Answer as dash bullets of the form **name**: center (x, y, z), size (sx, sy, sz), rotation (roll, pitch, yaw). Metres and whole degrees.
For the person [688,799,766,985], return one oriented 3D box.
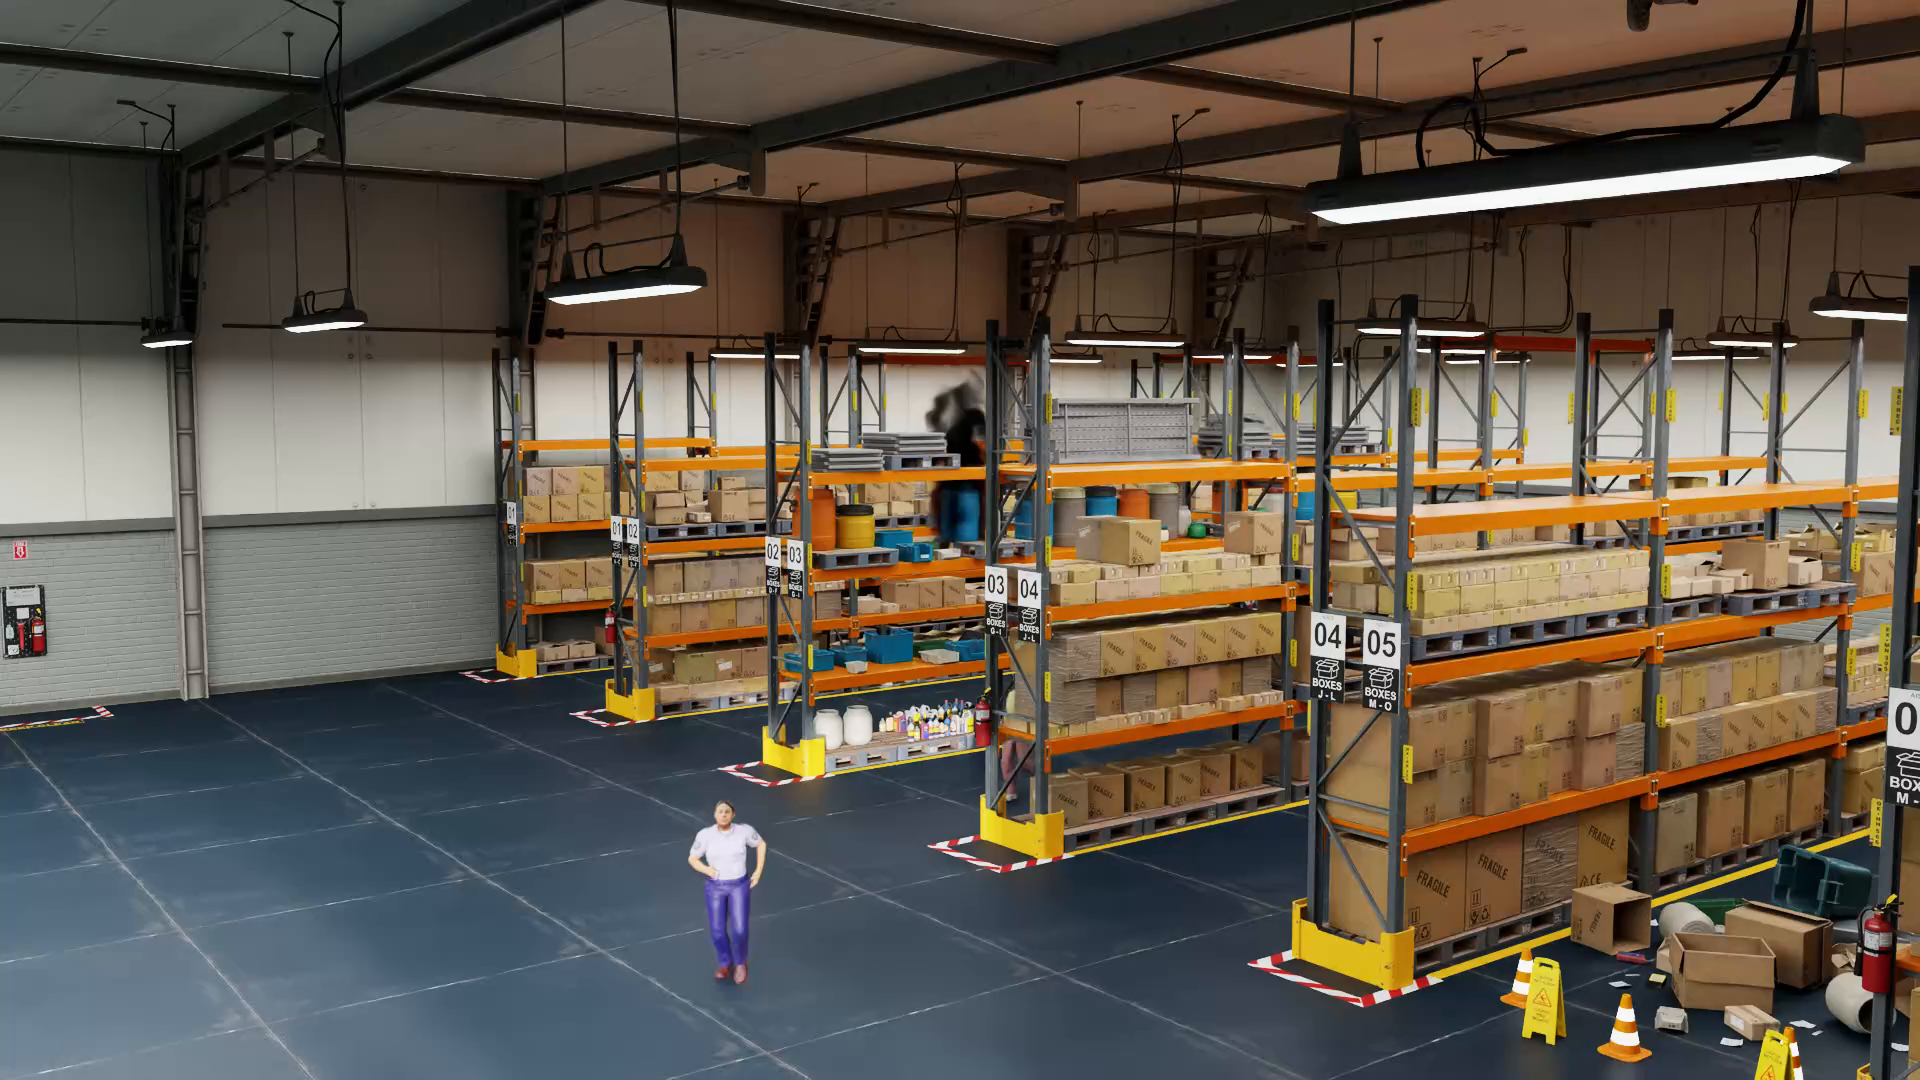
- **person**: center (-2.034, 3.081, 14.520), size (0.667, 1.630, 0.604), rotation (0, 5, -5)

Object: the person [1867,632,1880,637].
- **person**: center (13.567, 2.189, 24.684), size (0.652, 1.667, 0.584), rotation (-3, 6, -33)

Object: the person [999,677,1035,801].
- **person**: center (0.765, 2.482, 21.258), size (0.588, 1.633, 0.793), rotation (3, 6, 35)
